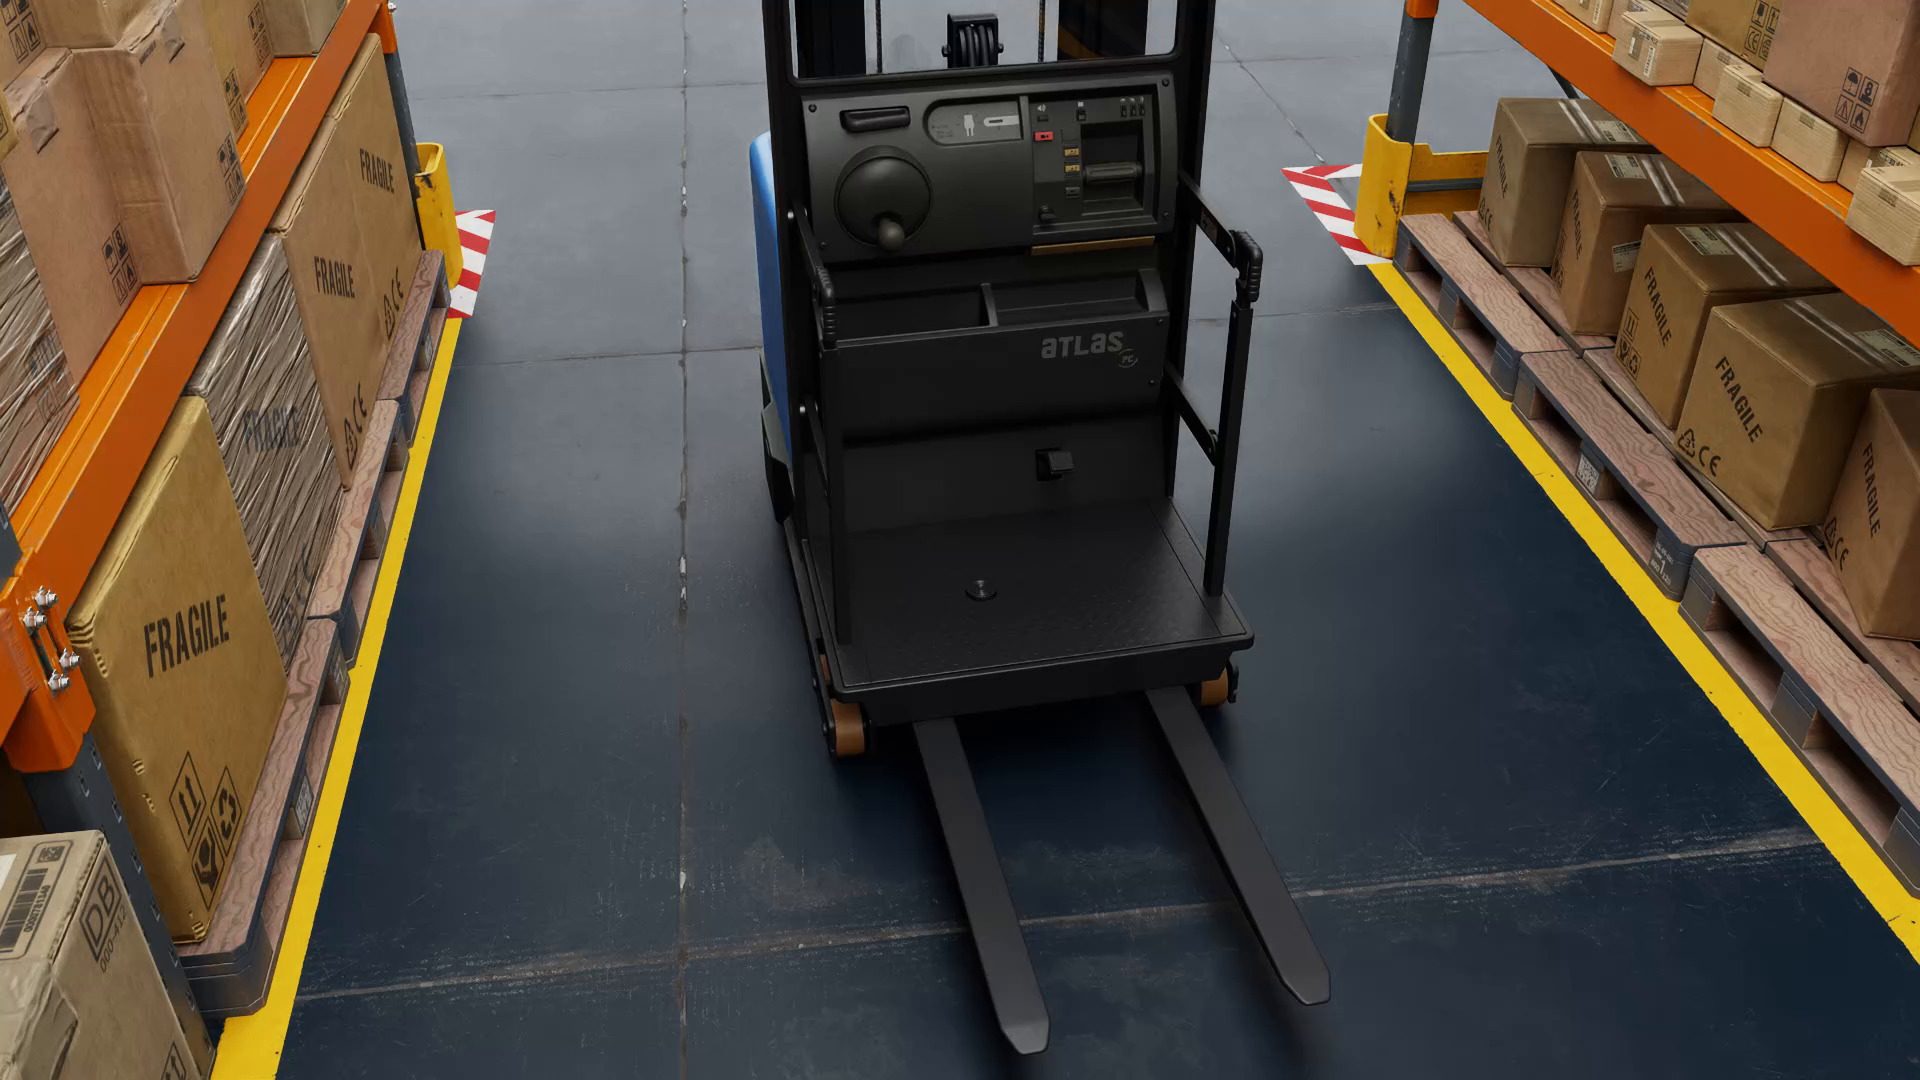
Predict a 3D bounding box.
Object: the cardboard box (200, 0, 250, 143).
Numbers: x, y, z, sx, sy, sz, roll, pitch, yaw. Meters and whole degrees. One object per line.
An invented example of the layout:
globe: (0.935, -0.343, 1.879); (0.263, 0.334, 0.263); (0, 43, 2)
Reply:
cardboard box: (-2.384, -1.221, 4.244); (0.875, 0.550, 0.500); (-4, 35, -6)

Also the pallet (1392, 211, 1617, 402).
pallet: (2.375, -0.951, 6.458); (1.003, 0.211, 1.213); (-4, 35, -6)

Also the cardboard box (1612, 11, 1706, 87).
cardboard box: (2.199, -1.476, 4.976); (0.380, 0.149, 0.250); (-4, 35, -6)

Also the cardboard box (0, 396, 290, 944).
cardboard box: (-2.115, 0.298, 3.663); (0.875, 0.875, 0.875); (-4, 34, -6)

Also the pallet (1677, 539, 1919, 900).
pallet: (2.704, 0.411, 4.460); (1.003, 0.211, 1.213); (-4, 35, -6)

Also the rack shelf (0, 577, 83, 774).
rack shelf: (-1.831, 1.363, 1.225); (1.077, 0.370, 4.000); (-4, 35, -6)

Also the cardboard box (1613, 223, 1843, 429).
cardboard box: (2.538, -0.711, 5.476); (0.500, 0.500, 0.500); (-1, 34, -2)

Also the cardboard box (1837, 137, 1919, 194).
cardboard box: (2.463, -0.928, 4.171); (0.380, 0.149, 0.250); (-4, 35, -6)

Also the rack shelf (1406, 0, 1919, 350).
rack shelf: (2.560, -1.188, 4.969); (1.077, 0.370, 4.000); (-4, 35, -6)

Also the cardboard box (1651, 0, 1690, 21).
cardboard box: (2.548, -1.904, 5.028); (0.875, 0.500, 0.500); (-4, 35, -6)

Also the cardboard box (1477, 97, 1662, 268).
cardboard box: (2.358, -1.392, 6.476); (0.500, 0.500, 0.500); (2, 34, 2)

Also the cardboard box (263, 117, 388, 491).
cardboard box: (-2.360, -0.713, 5.147); (0.875, 0.875, 0.875); (-5, 35, -7)

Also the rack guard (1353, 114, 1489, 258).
rack guard: (2.301, -1.526, 7.045); (1.175, 0.500, 0.348); (-4, 35, -6)

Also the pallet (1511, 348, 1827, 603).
pallet: (2.536, -0.271, 5.461); (1.003, 0.211, 1.213); (-4, 35, -6)

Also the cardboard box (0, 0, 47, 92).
cardboard box: (-2.304, -1.065, 3.057); (0.875, 0.550, 0.550); (-4, 35, -6)

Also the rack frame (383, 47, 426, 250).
rack frame: (-2.638, -2.282, 5.935); (1.000, 3.000, 0.127); (-4, 35, -6)

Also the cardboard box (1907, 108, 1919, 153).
cardboard box: (2.797, -1.071, 3.805); (0.875, 0.500, 0.500); (-4, 35, -6)

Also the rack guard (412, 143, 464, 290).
rack guard: (-2.641, -1.263, 6.659); (1.175, 0.500, 0.348); (-4, 35, -6)

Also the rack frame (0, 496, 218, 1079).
rack frame: (-2.100, -0.050, 2.660); (1.000, 3.000, 0.127); (-4, 35, -6)

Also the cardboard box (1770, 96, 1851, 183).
cardboard box: (2.390, -1.065, 4.372); (0.380, 0.149, 0.250); (-4, 35, -6)

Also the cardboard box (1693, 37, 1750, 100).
cardboard box: (2.364, -1.347, 4.786); (0.380, 0.149, 0.250); (-4, 35, -6)

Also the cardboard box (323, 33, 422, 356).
cardboard box: (-2.481, -1.204, 5.867); (0.875, 0.875, 0.875); (-4, 34, -6)

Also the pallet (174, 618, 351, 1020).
pallet: (-2.124, 0.672, 4.077); (1.003, 0.211, 1.213); (-4, 35, -6)

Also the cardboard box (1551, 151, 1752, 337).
cardboard box: (2.473, -1.061, 5.991); (0.500, 0.500, 0.500); (4, 35, 6)

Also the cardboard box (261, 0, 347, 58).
cardboard box: (-2.447, -1.835, 5.146); (0.875, 0.550, 0.550); (-4, 35, -6)

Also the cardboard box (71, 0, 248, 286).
cardboard box: (-2.213, -0.932, 3.822); (0.875, 0.550, 0.550); (-4, 35, -6)

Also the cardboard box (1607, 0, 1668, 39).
cardboard box: (2.268, -1.624, 5.192); (0.380, 0.149, 0.250); (-4, 35, -6)

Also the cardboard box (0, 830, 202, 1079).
cardboard box: (-1.927, 1.046, 2.677); (1.050, 0.750, 0.750); (-5, 35, -7)

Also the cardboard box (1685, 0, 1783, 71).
cardboard box: (2.604, -1.625, 4.617); (0.875, 0.500, 0.500); (-4, 35, -6)

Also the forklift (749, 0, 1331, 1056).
forklift: (0.130, -0.866, 3.918); (1.130, 2.935, 3.031); (-7, 35, -10)

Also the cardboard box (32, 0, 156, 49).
cardboard box: (-2.241, -1.377, 3.514); (0.875, 0.550, 0.550); (-4, 35, -6)

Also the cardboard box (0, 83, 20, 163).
cardboard box: (-2.115, -0.767, 2.619); (0.875, 0.550, 0.550); (-4, 35, -6)

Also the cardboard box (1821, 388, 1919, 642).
cardboard box: (2.730, -0.055, 4.514); (0.500, 0.500, 0.500); (6, 35, 9)

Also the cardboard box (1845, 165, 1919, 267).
cardboard box: (2.366, -0.779, 3.952); (0.380, 0.149, 0.250); (-4, 35, -6)

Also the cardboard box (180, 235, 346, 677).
cardboard box: (-2.240, -0.205, 4.400); (0.875, 0.875, 0.875); (-4, 34, -6)

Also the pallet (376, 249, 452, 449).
pallet: (-2.452, -0.690, 6.075); (1.003, 0.211, 1.213); (-4, 35, -6)

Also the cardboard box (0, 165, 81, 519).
cardboard box: (-2.161, -0.317, 2.918); (0.875, 0.550, 0.550); (-4, 35, -6)

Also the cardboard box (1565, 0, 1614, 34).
cardboard box: (2.207, -1.761, 5.393); (0.380, 0.149, 0.250); (-4, 35, -6)

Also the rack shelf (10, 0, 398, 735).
rack shelf: (-2.369, -0.869, 4.500); (1.077, 0.370, 4.000); (-4, 35, -6)

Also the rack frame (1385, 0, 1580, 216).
rack frame: (2.291, -2.601, 6.404); (1.000, 3.000, 0.127); (-4, 35, -6)

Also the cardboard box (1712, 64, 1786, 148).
cardboard box: (2.322, -1.201, 4.572); (0.380, 0.149, 0.250); (-4, 35, -6)

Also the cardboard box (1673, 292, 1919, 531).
cardboard box: (2.569, -0.396, 5.014); (0.500, 0.500, 0.500); (-7, 35, -11)

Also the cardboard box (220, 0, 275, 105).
cardboard box: (-2.496, -1.513, 4.674); (0.875, 0.550, 0.550); (-4, 35, -6)

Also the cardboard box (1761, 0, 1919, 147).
cardboard box: (2.630, -1.342, 4.203); (0.875, 0.500, 0.500); (-4, 35, -6)

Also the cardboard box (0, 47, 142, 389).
cardboard box: (-2.257, -0.622, 3.366); (0.875, 0.550, 0.550); (-4, 35, -6)

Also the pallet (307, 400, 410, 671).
pallet: (-2.292, -0.010, 5.078); (1.003, 0.211, 1.213); (-4, 35, -6)

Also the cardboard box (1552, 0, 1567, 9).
cardboard box: (2.181, -1.901, 5.599); (0.380, 0.149, 0.250); (-4, 35, -6)
